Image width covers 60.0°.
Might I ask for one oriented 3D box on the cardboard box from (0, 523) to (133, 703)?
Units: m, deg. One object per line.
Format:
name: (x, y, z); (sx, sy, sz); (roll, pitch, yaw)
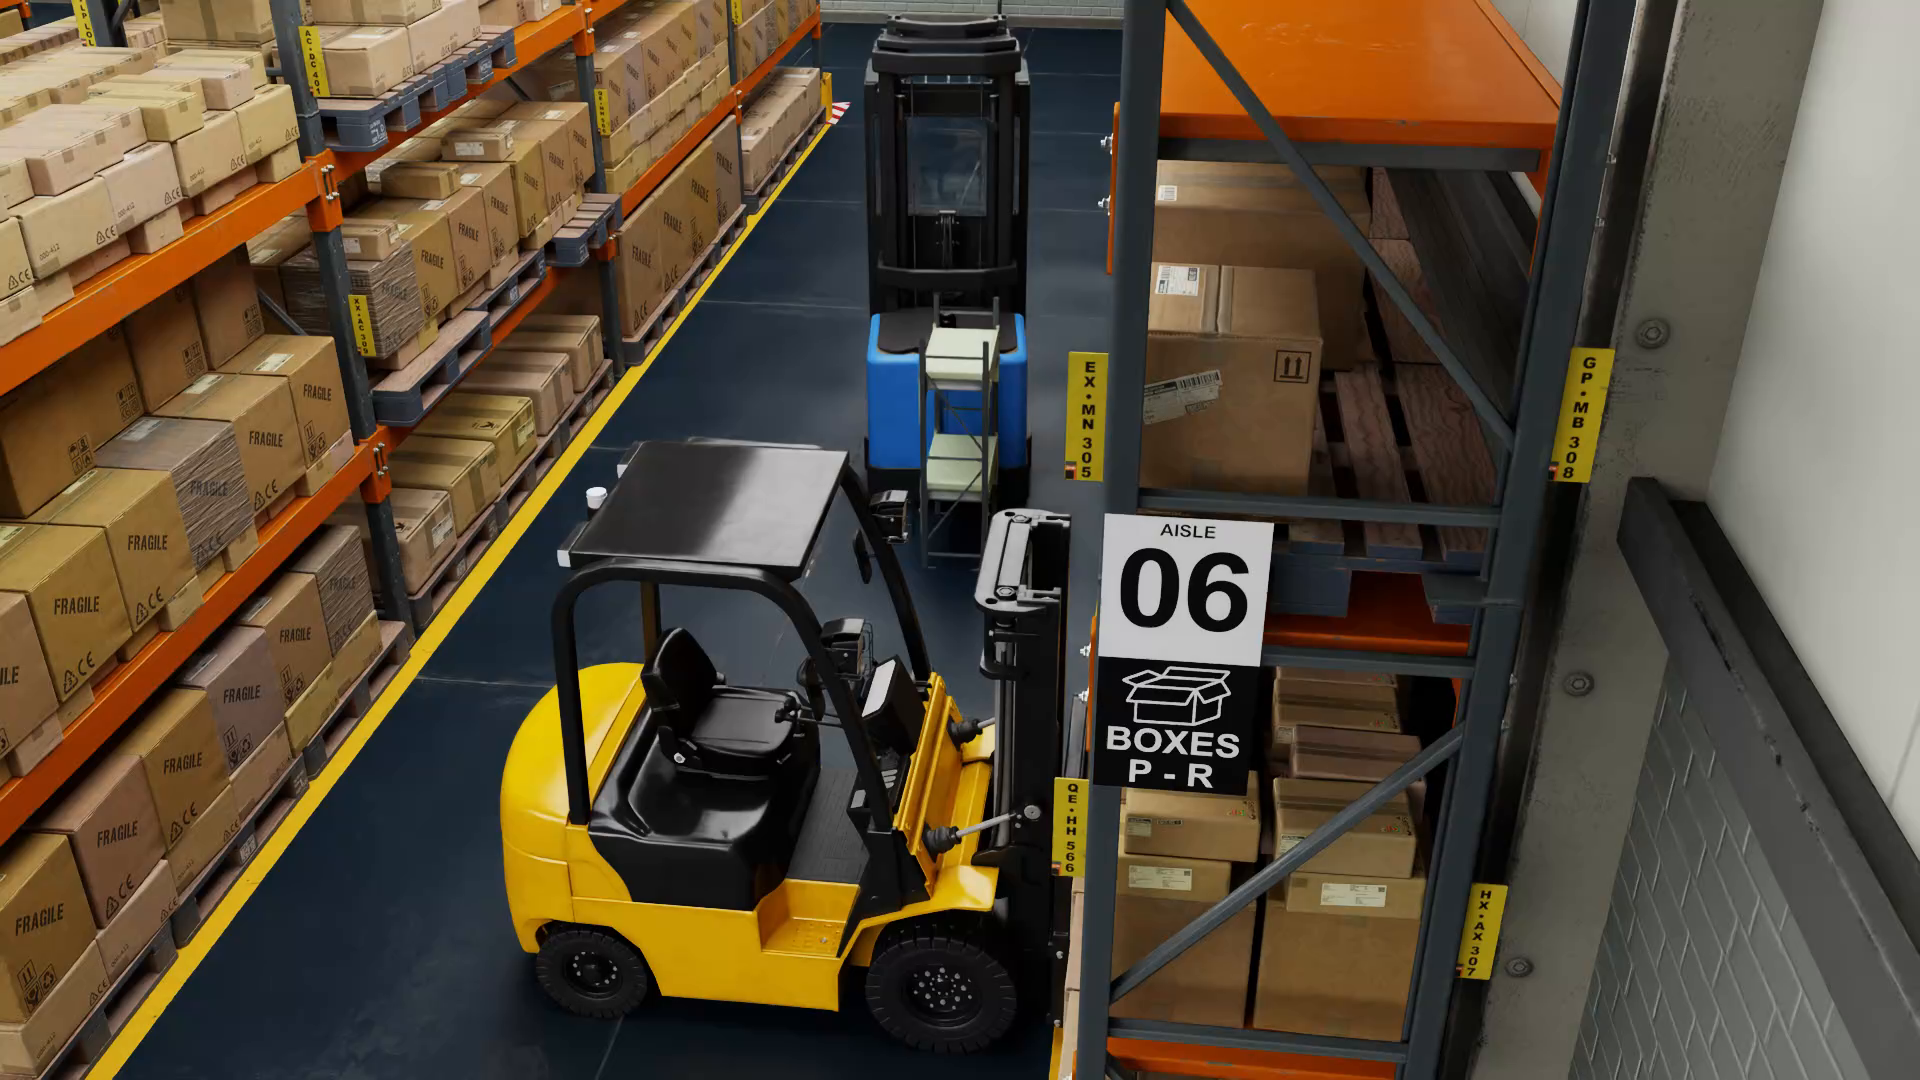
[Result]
cardboard box: (-3.635, 0.275, 6.450); (0.500, 0.500, 0.500); (3, 28, 5)

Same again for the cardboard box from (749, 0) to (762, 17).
cardboard box: (-2.253, -5.440, 16.317); (0.500, 0.500, 0.500); (3, 28, 6)

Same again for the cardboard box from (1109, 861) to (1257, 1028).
cardboard box: (0.637, 1.136, 5.165); (0.500, 0.500, 0.500); (3, 28, 5)

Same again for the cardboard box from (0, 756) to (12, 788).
cardboard box: (-3.713, 0.863, 6.042); (0.380, 0.149, 0.250); (2, 28, 5)

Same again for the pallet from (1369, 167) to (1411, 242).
pallet: (1.248, -1.334, 6.787); (1.003, 0.211, 1.213); (3, 28, 6)

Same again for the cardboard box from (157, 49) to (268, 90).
cardboard box: (-3.422, -2.142, 7.616); (0.380, 0.149, 0.250); (4, 29, 7)

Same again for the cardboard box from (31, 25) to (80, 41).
cardboard box: (-8.144, -4.556, 15.031); (0.380, 0.149, 0.250); (3, 28, 6)

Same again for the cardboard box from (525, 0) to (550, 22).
cardboard box: (-2.962, -3.557, 11.085); (0.380, 0.149, 0.250); (3, 28, 6)

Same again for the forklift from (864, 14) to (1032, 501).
forklift: (-0.086, -2.197, 11.530); (1.130, 2.935, 3.031); (0, 28, 0)

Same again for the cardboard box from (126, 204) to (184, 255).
cardboard box: (-3.476, -1.302, 6.899); (0.380, 0.149, 0.250); (4, 29, 8)

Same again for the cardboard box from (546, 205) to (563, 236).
cardboard box: (-2.902, -2.162, 11.214); (0.380, 0.149, 0.250); (2, 28, 4)

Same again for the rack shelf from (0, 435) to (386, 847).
rack shelf: (-3.845, 0.516, 7.181); (1.077, 0.370, 4.000); (3, 28, 6)

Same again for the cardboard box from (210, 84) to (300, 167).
cardboard box: (-3.387, -1.904, 7.595); (0.500, 0.250, 0.500); (3, 28, 6)

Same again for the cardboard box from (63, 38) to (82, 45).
cardboard box: (-7.561, -4.271, 14.501); (0.380, 0.149, 0.250); (2, 28, 4)

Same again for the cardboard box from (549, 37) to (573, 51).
cardboard box: (-3.251, -3.610, 12.921); (0.500, 0.500, 0.500); (4, 29, 7)

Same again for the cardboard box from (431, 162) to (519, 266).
cardboard box: (-3.070, -2.016, 10.260); (0.500, 0.500, 0.500); (2, 28, 4)

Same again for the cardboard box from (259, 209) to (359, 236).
cardboard box: (-3.711, -1.566, 9.425); (0.500, 0.500, 0.500); (4, 29, 6)

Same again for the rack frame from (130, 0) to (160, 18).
rack frame: (-7.545, -4.748, 16.193); (1.000, 3.000, 0.127); (3, 28, 6)

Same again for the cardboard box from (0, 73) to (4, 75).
cardboard box: (-7.721, -3.650, 13.349); (0.380, 0.149, 0.250); (3, 28, 6)

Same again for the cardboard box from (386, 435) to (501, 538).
cardboard box: (-3.453, -0.356, 10.368); (0.950, 0.372, 0.625); (5, 29, 9)

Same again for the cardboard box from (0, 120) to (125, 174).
cardboard box: (-3.514, -1.527, 6.475); (0.380, 0.149, 0.250); (4, 29, 7)

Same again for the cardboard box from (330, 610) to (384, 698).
cardboard box: (-3.405, 0.577, 8.764); (0.500, 0.250, 0.500); (5, 29, 9)

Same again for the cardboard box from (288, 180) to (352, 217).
cardboard box: (-3.696, -1.943, 9.441); (0.380, 0.149, 0.250); (3, 28, 5)

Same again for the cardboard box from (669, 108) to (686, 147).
cardboard box: (-2.627, -3.497, 14.028); (0.500, 0.250, 0.500); (3, 28, 6)

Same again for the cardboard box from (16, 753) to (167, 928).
cardboard box: (-3.654, 1.215, 6.790); (0.500, 0.500, 0.500); (2, 28, 4)

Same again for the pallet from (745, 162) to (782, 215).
pallet: (-2.449, -3.634, 17.065); (1.003, 0.211, 1.213); (3, 28, 6)

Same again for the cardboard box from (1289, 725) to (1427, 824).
cardboard box: (1.185, 0.699, 4.978); (0.380, 0.149, 0.250); (4, 29, 8)

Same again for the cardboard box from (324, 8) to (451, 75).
cardboard box: (-3.069, -2.672, 8.893); (0.500, 0.250, 0.500); (3, 28, 6)

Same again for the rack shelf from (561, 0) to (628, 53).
rack shelf: (-2.865, -4.571, 13.459); (1.077, 0.370, 4.000); (3, 28, 6)

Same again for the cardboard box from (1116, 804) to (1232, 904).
cardboard box: (0.601, 0.918, 4.886); (0.380, 0.149, 0.250); (4, 29, 7)

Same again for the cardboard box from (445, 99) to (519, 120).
cardboard box: (-3.394, -2.787, 11.690); (0.500, 0.500, 0.500); (3, 28, 5)

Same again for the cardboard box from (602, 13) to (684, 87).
cardboard box: (-2.611, -4.041, 13.721); (0.500, 0.500, 0.500); (4, 29, 7)

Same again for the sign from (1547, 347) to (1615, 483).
sign: (1.387, -0.278, 3.728); (0.100, 0.325, 0.005); (3, 28, 6)

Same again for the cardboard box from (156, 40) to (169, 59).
cardboard box: (-7.462, -4.514, 15.267); (0.380, 0.149, 0.250); (5, 29, 8)

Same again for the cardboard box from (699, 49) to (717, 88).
cardboard box: (-2.486, -4.205, 14.815); (0.500, 0.250, 0.500); (4, 29, 7)

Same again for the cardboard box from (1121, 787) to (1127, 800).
cardboard box: (0.671, 0.668, 5.037); (0.380, 0.149, 0.250); (3, 28, 6)

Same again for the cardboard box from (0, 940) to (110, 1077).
cardboard box: (-3.717, 1.802, 6.490); (0.500, 0.250, 0.500); (3, 28, 6)

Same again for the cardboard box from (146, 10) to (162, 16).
cardboard box: (-7.400, -4.884, 15.640); (0.380, 0.149, 0.250); (5, 29, 9)

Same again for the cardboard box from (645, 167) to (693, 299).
cardboard box: (-2.829, -2.615, 14.030); (0.875, 0.875, 0.875); (4, 29, 7)

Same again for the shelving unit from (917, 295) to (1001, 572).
shelving unit: (0.002, -0.650, 10.168); (0.431, 1.500, 0.755); (3, 28, 5)

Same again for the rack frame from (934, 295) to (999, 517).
rack frame: (0.038, -0.823, 10.488); (0.400, 1.500, 0.023); (3, 28, 5)

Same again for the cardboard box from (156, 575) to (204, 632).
cardboard box: (-3.514, 0.258, 7.166); (0.380, 0.149, 0.250); (4, 29, 7)

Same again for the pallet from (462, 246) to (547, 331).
pallet: (-3.312, -1.607, 10.564); (1.003, 0.211, 1.213); (3, 28, 6)

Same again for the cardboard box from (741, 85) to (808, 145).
cardboard box: (-2.215, -4.700, 18.362); (0.875, 0.438, 0.875); (4, 29, 8)

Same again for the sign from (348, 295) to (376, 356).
sign: (-3.060, -1.096, 8.500); (0.100, 0.325, 0.005); (3, 28, 6)

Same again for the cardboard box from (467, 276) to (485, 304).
cardboard box: (-3.115, -1.548, 10.075); (0.380, 0.149, 0.250); (4, 29, 7)

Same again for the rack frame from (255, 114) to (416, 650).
rack frame: (-3.600, -0.742, 8.757); (1.000, 3.000, 0.127); (3, 28, 6)

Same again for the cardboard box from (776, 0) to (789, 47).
cardboard box: (-2.106, -5.471, 17.429); (0.500, 0.500, 0.500); (4, 29, 8)

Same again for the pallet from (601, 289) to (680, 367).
pallet: (-2.938, -1.764, 13.594); (1.003, 0.211, 1.213); (3, 28, 6)

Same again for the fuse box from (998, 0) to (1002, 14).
fuse box: (0.605, -8.289, 24.123); (0.539, 1.711, 0.414); (3, 28, 6)

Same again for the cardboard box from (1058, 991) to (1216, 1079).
cardboard box: (0.584, 1.778, 5.482); (0.500, 0.250, 0.500); (4, 29, 8)

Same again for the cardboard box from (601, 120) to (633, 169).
cardboard box: (-2.802, -3.003, 12.585); (0.500, 0.250, 0.500); (3, 28, 6)

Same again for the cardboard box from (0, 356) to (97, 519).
cardboard box: (-4.015, -0.438, 6.720); (0.700, 0.500, 0.500); (3, 28, 6)

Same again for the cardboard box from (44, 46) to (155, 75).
cardboard box: (-3.962, -2.174, 7.676); (0.380, 0.149, 0.250); (3, 28, 5)

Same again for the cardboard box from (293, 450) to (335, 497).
cardboard box: (-3.360, -0.345, 8.285); (0.380, 0.149, 0.250); (4, 29, 7)
